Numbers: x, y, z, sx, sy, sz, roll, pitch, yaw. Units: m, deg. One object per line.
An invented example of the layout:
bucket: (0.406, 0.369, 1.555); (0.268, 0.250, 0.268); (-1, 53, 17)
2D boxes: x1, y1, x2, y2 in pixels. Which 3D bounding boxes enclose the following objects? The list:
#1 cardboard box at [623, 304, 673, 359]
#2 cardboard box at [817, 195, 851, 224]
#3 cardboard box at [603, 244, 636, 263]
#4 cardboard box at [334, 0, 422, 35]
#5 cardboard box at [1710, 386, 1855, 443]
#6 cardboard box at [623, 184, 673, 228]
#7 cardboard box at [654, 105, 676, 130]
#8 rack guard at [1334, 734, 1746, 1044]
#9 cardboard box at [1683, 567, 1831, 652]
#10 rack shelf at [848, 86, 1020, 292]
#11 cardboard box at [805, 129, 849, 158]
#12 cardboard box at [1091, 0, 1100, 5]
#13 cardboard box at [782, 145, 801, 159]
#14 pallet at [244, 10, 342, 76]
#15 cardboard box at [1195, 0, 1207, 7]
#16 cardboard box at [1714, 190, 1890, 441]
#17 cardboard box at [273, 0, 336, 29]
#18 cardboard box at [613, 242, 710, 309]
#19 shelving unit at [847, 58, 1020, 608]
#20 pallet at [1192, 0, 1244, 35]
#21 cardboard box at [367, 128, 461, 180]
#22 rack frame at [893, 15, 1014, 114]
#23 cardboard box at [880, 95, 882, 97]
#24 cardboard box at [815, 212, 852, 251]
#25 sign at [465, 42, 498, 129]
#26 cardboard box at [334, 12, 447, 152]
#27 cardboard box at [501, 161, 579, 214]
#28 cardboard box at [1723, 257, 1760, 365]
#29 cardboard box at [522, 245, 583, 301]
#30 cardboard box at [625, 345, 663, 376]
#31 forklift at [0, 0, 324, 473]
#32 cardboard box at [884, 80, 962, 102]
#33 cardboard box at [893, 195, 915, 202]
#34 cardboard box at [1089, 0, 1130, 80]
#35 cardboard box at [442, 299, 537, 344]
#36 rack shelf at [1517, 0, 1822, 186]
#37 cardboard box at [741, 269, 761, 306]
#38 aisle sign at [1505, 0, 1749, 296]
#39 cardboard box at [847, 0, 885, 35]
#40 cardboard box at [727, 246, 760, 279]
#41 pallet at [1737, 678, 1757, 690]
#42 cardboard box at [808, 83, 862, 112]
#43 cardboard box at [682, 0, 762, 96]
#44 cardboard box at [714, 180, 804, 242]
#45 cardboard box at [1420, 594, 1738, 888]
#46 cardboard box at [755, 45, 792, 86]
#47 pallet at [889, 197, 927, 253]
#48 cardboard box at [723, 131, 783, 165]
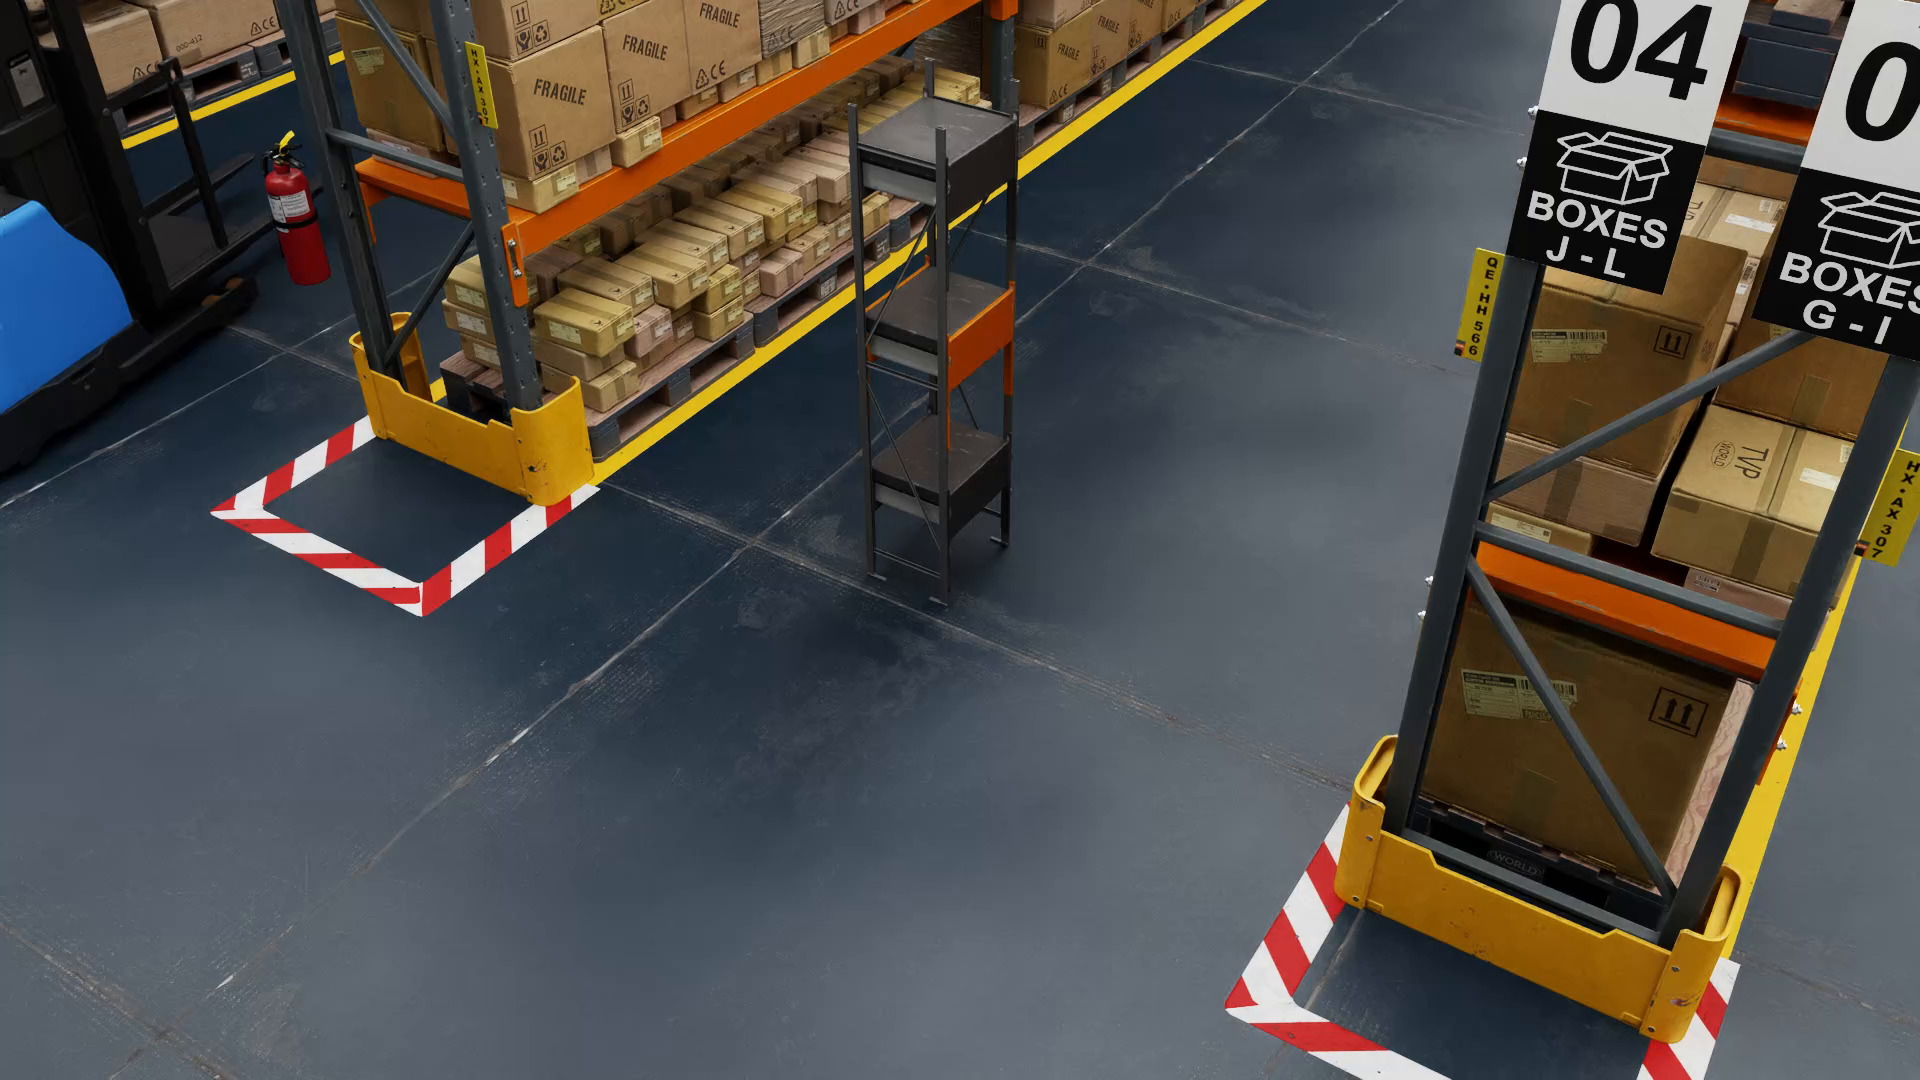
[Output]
cardboard box: (-1.588, -1.026, 7.871); (0.380, 0.149, 0.250); (21, 42, 25)
cardboard box: (-0.798, -1.859, 8.952); (0.380, 0.149, 0.250); (19, 42, 23)
cardboard box: (-1.730, -1.456, 8.429); (0.380, 0.149, 0.250); (21, 42, 25)
cardboard box: (-2.245, -2.433, 6.804); (0.500, 0.500, 0.500); (20, 42, 24)
cardboard box: (2.612, -0.375, 5.159); (0.500, 0.250, 0.500); (21, 42, 25)
cardboard box: (-1.707, -1.746, 8.562); (0.380, 0.149, 0.250); (23, 43, 27)
cardboard box: (-1.516, -1.967, 7.550); (0.380, 0.149, 0.250); (23, 43, 27)
rack guard: (1.841, 1.115, 5.394); (1.175, 0.500, 0.348); (21, 42, 25)
cardboard box: (2.323, 0.137, 4.821); (0.380, 0.149, 0.250); (22, 43, 26)
rack shelf: (-0.089, -1.290, 6.079); (0.431, 0.518, 0.480); (21, 42, 25)
cardboard box: (-0.611, -2.075, 8.989); (0.380, 0.149, 0.250); (19, 42, 23)
cardboard box: (0.765, -3.667, 10.640); (0.500, 0.250, 0.500); (22, 43, 26)
cardboard box: (-1.076, -2.127, 9.300); (0.380, 0.149, 0.250); (23, 43, 27)
pallet: (-4.844, -3.720, 11.903); (1.003, 0.211, 1.213); (21, 42, 25)
cardboard box: (1.593, -4.171, 11.908); (0.500, 0.500, 0.500); (23, 43, 27)
cardboard box: (2.607, -0.660, 4.914); (0.500, 0.500, 0.500); (20, 42, 24)
cardboard box: (-4.798, -4.054, 11.807); (0.875, 0.438, 0.875); (21, 42, 24)
cardboard box: (-1.423, -1.263, 7.936); (0.380, 0.149, 0.250); (21, 42, 25)
shelving unit: (-0.089, -0.746, 6.498); (0.431, 2.100, 0.503); (21, 42, 25)
pallet: (1.586, -4.179, 12.499); (1.003, 0.211, 1.213); (21, 42, 25)
cardboard box: (-2.344, -1.723, 7.234); (0.380, 0.149, 0.250); (21, 42, 25)
rack frame: (-0.137, -3.624, 9.494); (1.000, 3.000, 0.127); (21, 42, 25)
cardboard box: (-0.601, -2.697, 10.039); (0.380, 0.149, 0.250); (23, 43, 27)
cardboard box: (-0.810, -1.702, 8.992); (0.380, 0.149, 0.250); (22, 43, 26)
sign: (-1.822, -1.727, 6.325); (0.100, 0.325, 0.005); (21, 42, 25)
cardboard box: (-2.257, -2.035, 7.108); (0.500, 0.500, 0.500); (22, 43, 26)
cardboard box: (-1.830, -1.522, 6.974); (0.380, 0.149, 0.250); (21, 42, 25)
cardboard box: (2.434, -0.806, 5.718); (0.500, 0.250, 0.500); (20, 42, 24)
cardboard box: (-2.027, -1.301, 7.985); (0.380, 0.149, 0.250); (22, 43, 26)
cardboard box: (-1.658, -0.926, 7.986); (0.380, 0.149, 0.250); (21, 42, 25)
forklift: (-4.380, -2.341, 7.886); (1.130, 2.935, 3.031); (11, 39, 14)
cardboard box: (-0.211, -2.484, 9.519); (0.380, 0.149, 0.250); (22, 43, 26)
cardboard box: (-0.356, -2.084, 9.487); (0.380, 0.149, 0.250); (20, 42, 24)
cardboard box: (0.765, -3.368, 10.865); (0.500, 0.500, 0.500); (23, 43, 27)
cardboard box: (-2.238, -1.083, 7.945); (0.380, 0.149, 0.250); (20, 42, 24)
rack shelf: (2.925, -1.822, 5.289); (1.077, 0.370, 4.000); (21, 42, 25)
cardboard box: (-1.245, -1.315, 8.490); (0.380, 0.149, 0.250); (21, 42, 25)
aisle sign: (1.562, -0.978, 3.933); (0.394, 0.787, 0.004); (21, 42, 25)
cardboard box: (-0.611, -2.739, 8.553); (0.380, 0.149, 0.250); (19, 42, 23)
cardboard box: (-1.241, -1.446, 8.416); (0.380, 0.149, 0.250); (19, 42, 23)
pallet: (2.871, 0.153, 6.879); (1.003, 0.211, 1.213); (21, 42, 25)
cardboard box: (-0.788, -2.518, 9.563); (0.380, 0.149, 0.250); (21, 42, 25)
cardboard box: (-1.268, -2.393, 7.572); (0.500, 0.500, 0.500); (22, 43, 26)
cardboard box: (-1.024, -1.679, 8.475); (0.380, 0.149, 0.250); (22, 43, 26)
cardboard box: (2.129, 0.432, 5.630); (0.875, 0.875, 0.875); (21, 42, 25)
cardboard box: (-1.037, -2.343, 8.038); (0.380, 0.149, 0.250); (23, 43, 27)
pallet: (-0.467, -2.162, 9.882); (1.003, 0.211, 1.213); (21, 42, 25)
cardboard box: (-1.190, -2.104, 9.026); (0.380, 0.149, 0.250); (19, 42, 23)
